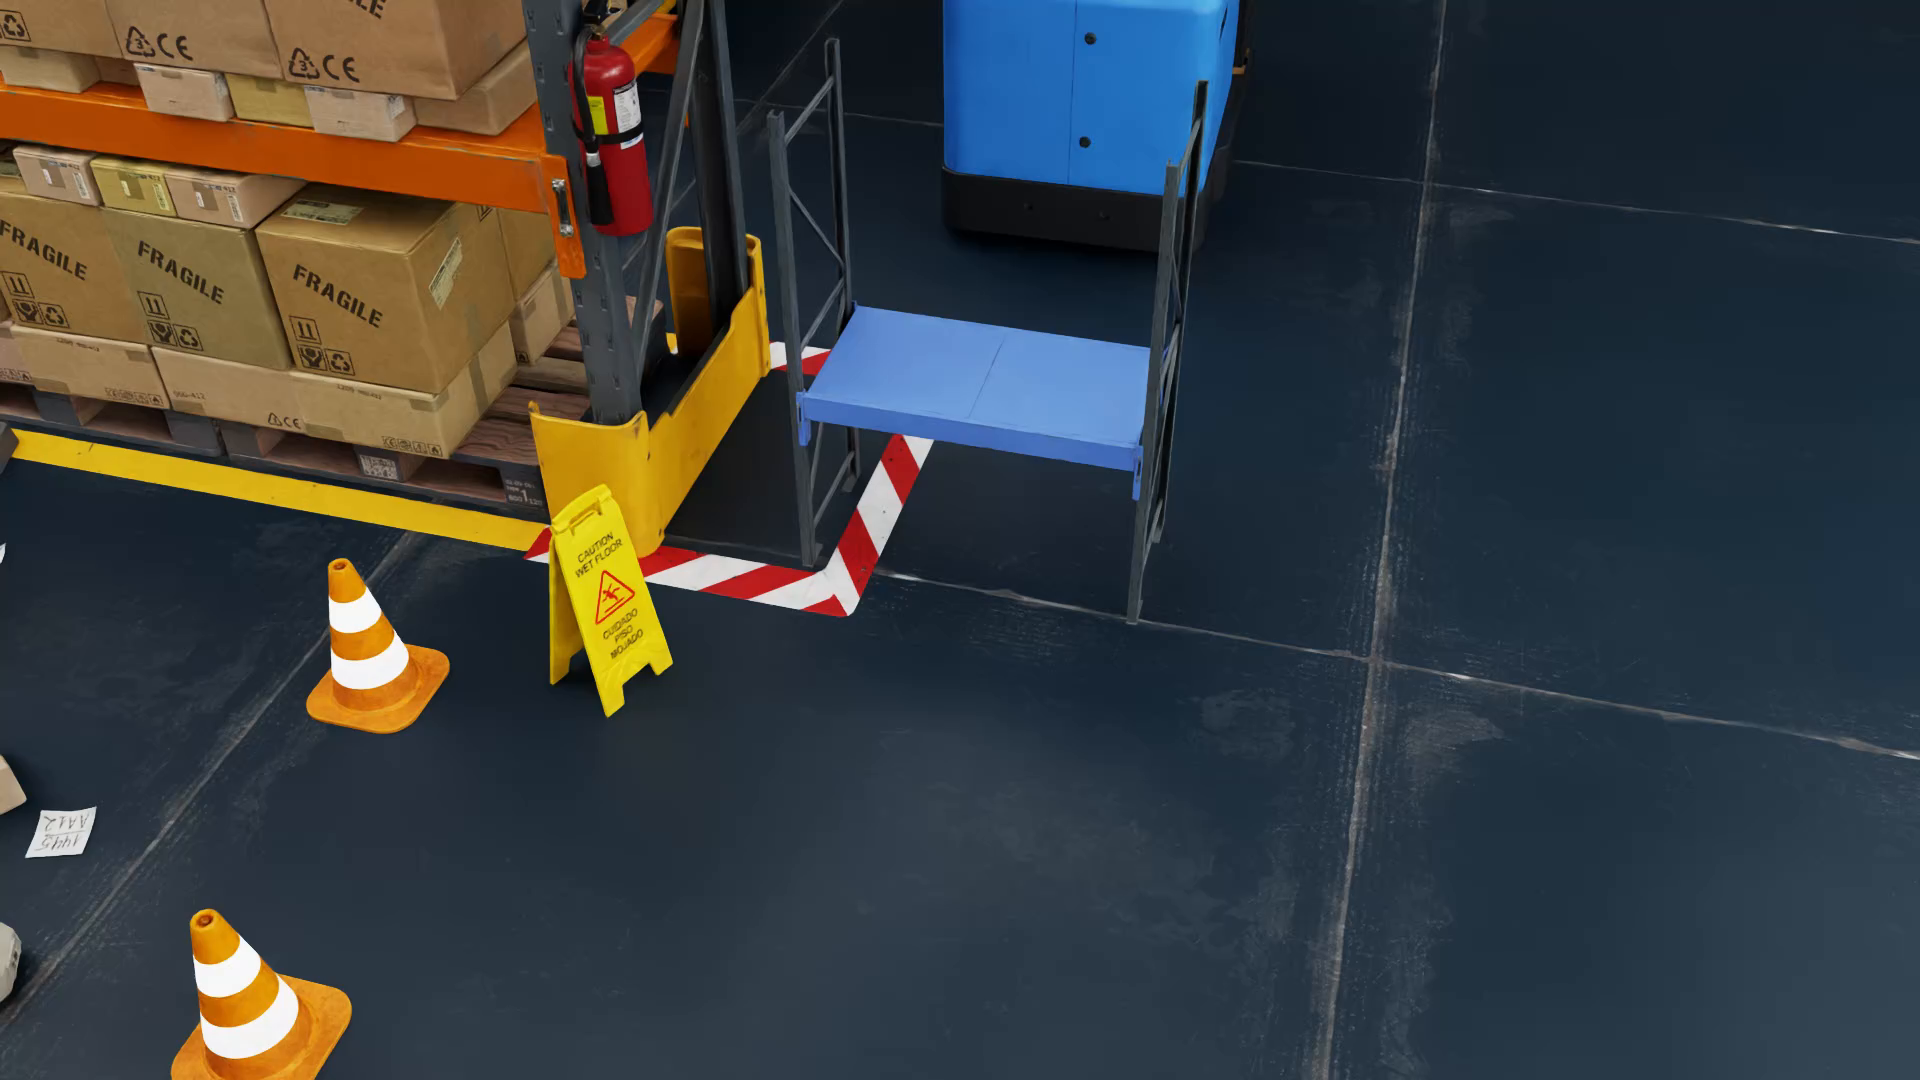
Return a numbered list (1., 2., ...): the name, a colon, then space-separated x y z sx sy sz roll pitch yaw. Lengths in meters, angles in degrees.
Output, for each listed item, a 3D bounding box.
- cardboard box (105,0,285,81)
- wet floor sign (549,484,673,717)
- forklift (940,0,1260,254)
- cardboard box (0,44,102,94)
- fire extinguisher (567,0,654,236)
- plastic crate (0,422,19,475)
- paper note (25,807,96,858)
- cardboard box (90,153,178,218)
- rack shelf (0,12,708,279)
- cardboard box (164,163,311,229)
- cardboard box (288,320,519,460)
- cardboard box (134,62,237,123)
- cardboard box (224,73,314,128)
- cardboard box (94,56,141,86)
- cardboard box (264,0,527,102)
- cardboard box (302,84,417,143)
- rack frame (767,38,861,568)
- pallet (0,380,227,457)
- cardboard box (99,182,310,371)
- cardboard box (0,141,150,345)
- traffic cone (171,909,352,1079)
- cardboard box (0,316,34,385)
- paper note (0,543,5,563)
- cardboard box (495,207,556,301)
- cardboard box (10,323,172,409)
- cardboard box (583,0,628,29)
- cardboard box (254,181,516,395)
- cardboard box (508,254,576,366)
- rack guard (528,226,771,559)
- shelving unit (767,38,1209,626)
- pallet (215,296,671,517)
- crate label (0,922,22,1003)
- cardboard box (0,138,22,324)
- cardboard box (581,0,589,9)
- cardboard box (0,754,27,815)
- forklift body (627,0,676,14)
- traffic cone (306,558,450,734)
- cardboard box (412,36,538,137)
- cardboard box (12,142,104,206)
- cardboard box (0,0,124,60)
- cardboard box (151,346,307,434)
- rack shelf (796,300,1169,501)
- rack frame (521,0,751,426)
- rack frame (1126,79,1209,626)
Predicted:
1. cardboard box: -1.987 -1.617 4.534 0.500 0.500 0.500 10 41 12
2. wet floor sign: -1.002 0.138 4.583 0.232 0.644 0.267 24 46 26
3. forklift: 0.762 -3.187 6.765 1.130 2.935 3.031 9 41 10
4. cardboard box: -2.580 -1.462 4.853 0.250 0.149 0.380 9 41 11
5. fire extinguisher: -0.918 -1.124 4.317 0.183 0.674 0.296 10 41 11
6. plastic crate: -3.469 -0.236 5.469 0.583 0.080 0.402 -3 40 -4
7. paper note: -2.337 0.757 4.325 0.142 0.019 0.148 -3 40 -4
8. cardboard box: -2.365 -1.137 4.996 0.250 0.149 0.380 10 41 12
9. rack shelf: -2.841 -1.516 5.283 4.000 0.370 1.077 10 41 11
10. cardboard box: -2.123 -1.093 4.943 0.250 0.149 0.380 11 41 13
11. cardboard box: -1.783 -0.539 5.370 0.500 0.250 0.500 10 41 11
12. cardboard box: -2.098 -1.346 4.715 0.250 0.149 0.380 10 41 12
13. cardboard box: -1.841 -1.322 4.687 0.250 0.149 0.380 9 41 11
14. cardboard box: -2.309 -1.476 4.870 0.250 0.149 0.380 10 41 12
15. cardboard box: -1.505 -1.531 4.431 0.500 0.500 0.500 9 41 11
16. cardboard box: -1.599 -1.266 4.620 0.250 0.149 0.380 9 41 11
17. rack frame: -0.409 -0.645 4.851 0.032 1.500 0.500 10 41 11
18. pallet: -2.933 -0.765 5.997 1.213 0.211 1.003 10 41 11
19. cardboard box: -2.256 -0.910 5.230 0.500 0.500 0.500 11 41 13
20. cardboard box: -2.741 -0.999 5.335 0.500 0.500 0.500 9 41 10
21. traffic cone: -1.617 0.988 3.714 0.334 0.463 0.336 10 41 11
22. cardboard box: -3.241 -0.798 5.679 0.500 0.250 0.500 9 41 11
23. paper note: -3.048 0.065 5.149 0.148 0.019 0.142 -3 40 -4
24. cardboard box: -1.640 -1.164 5.532 0.500 0.500 0.500 8 41 10
25. cardboard box: -2.765 -0.709 5.573 0.500 0.250 0.500 8 41 10
26. cardboard box: -1.184 -1.548 4.957 0.250 0.149 0.380 10 41 12
27. cardboard box: -1.751 -0.826 5.129 0.500 0.500 0.500 10 41 12
28. cardboard box: -1.617 -0.873 5.769 0.500 0.250 0.500 9 41 11
29. rack guard: -0.983 -0.515 5.474 0.348 0.500 1.175 10 41 11
30. shelving unit: 0.082 -0.560 4.751 1.048 1.500 0.538 10 41 11
31. pallet: -1.758 -0.561 5.754 1.213 0.211 1.003 10 41 11
32. crate label: -2.392 1.021 3.928 0.298 0.136 0.250 -10 41 -11
33. cardboard box: -3.253 -1.085 5.438 0.500 0.500 0.500 12 41 14
34. cardboard box: -1.295 -1.863 4.826 0.500 0.500 0.500 9 41 11
35. cardboard box: -2.697 0.669 4.337 0.250 0.149 0.380 33 50 33
36. forklift body: -1.933 -3.401 7.627 1.214 2.155 2.313 10 41 11
37. traffic cone: -1.658 0.242 4.602 0.334 0.463 0.336 10 41 11
38. cardboard box: -1.326 -1.292 4.652 0.250 0.149 0.380 11 41 13
39. cardboard box: -2.619 -1.182 5.049 0.250 0.149 0.380 11 41 13
40. cardboard box: -2.470 -1.702 4.635 0.500 0.500 0.500 10 41 11
41. cardboard box: -2.258 -0.626 5.474 0.500 0.250 0.500 10 41 12
42. rack shelf: 0.082 -0.422 4.866 1.000 0.185 0.538 10 41 11
43. rack frame: -0.909 -1.459 4.655 0.127 3.000 1.000 10 41 11
44. rack frame: 0.573 -0.476 4.650 0.032 1.500 0.500 10 41 11
